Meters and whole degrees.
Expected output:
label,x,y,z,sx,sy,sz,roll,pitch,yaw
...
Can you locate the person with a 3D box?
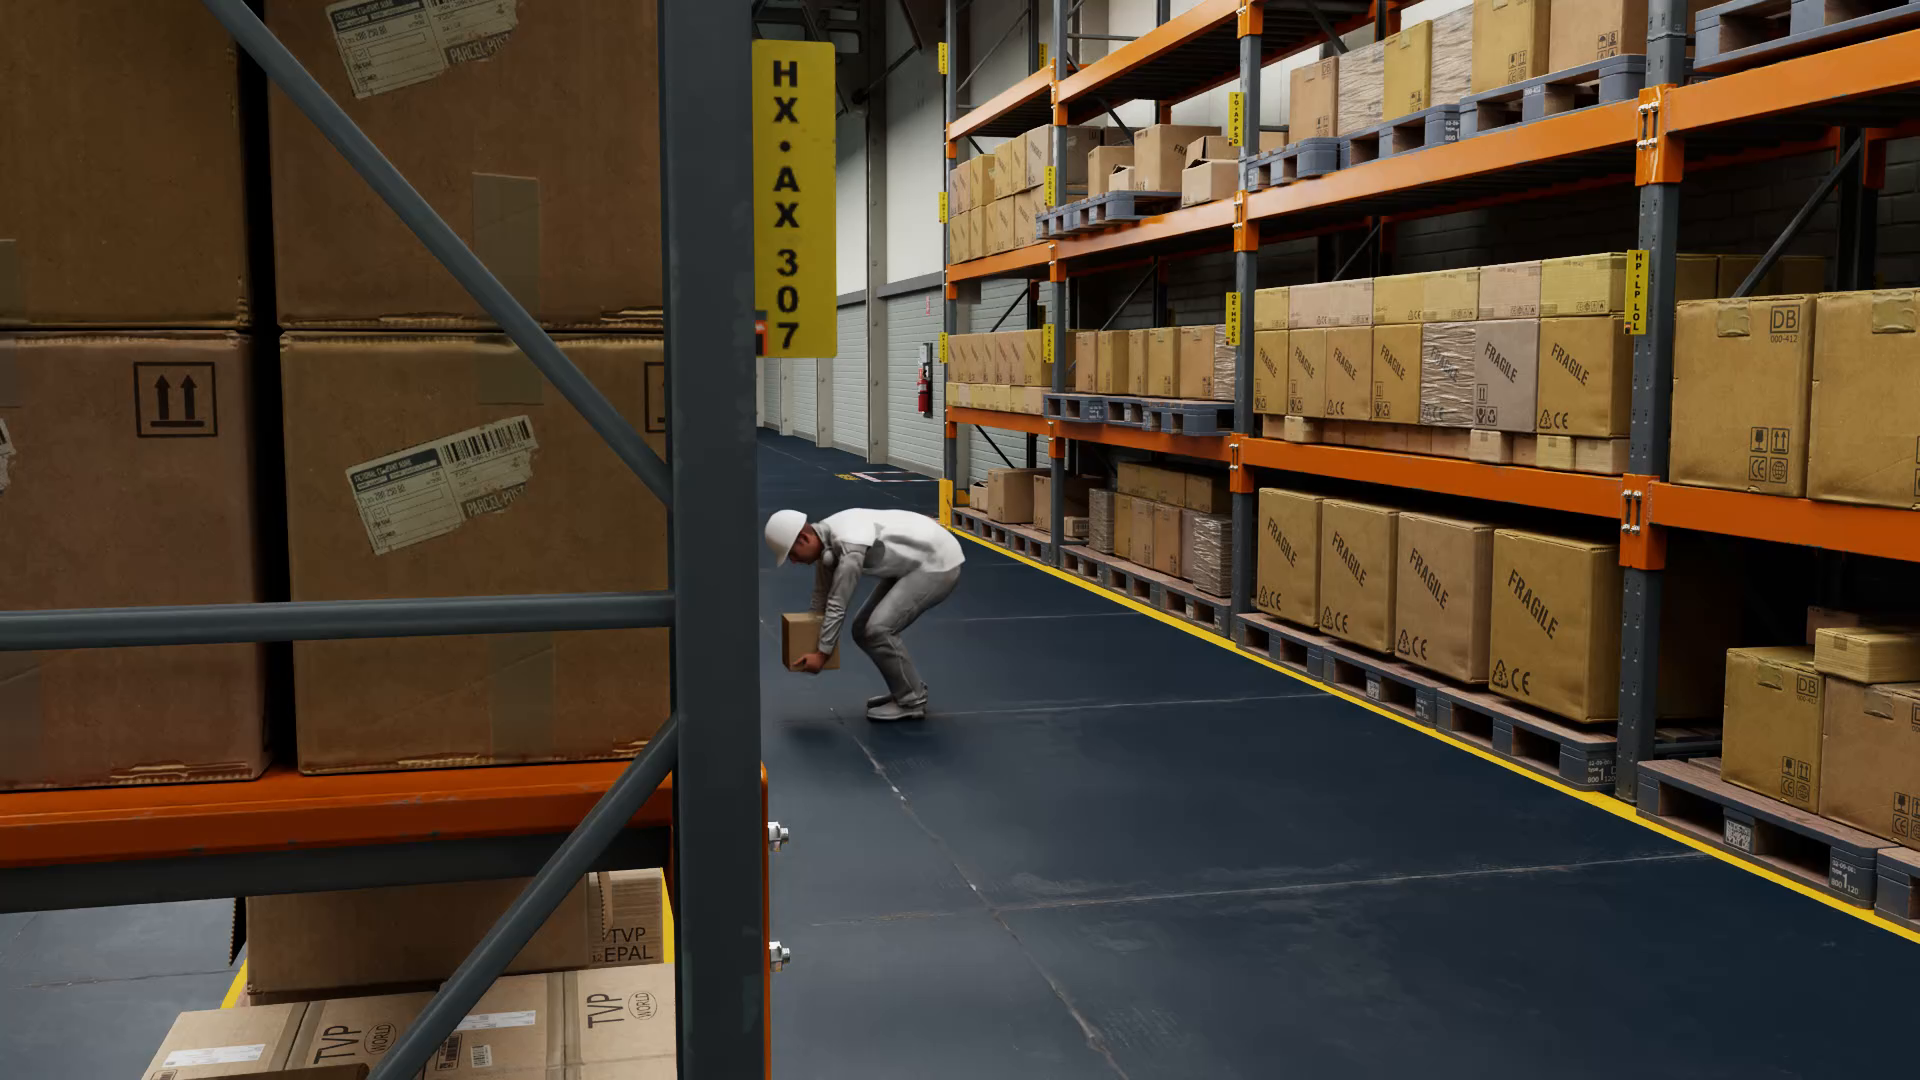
label,x,y,z,sx,sy,sz,roll,pitch,yaw
person,-0.480,0.363,8.310,0.997,1.053,0.495,-2,6,-16
